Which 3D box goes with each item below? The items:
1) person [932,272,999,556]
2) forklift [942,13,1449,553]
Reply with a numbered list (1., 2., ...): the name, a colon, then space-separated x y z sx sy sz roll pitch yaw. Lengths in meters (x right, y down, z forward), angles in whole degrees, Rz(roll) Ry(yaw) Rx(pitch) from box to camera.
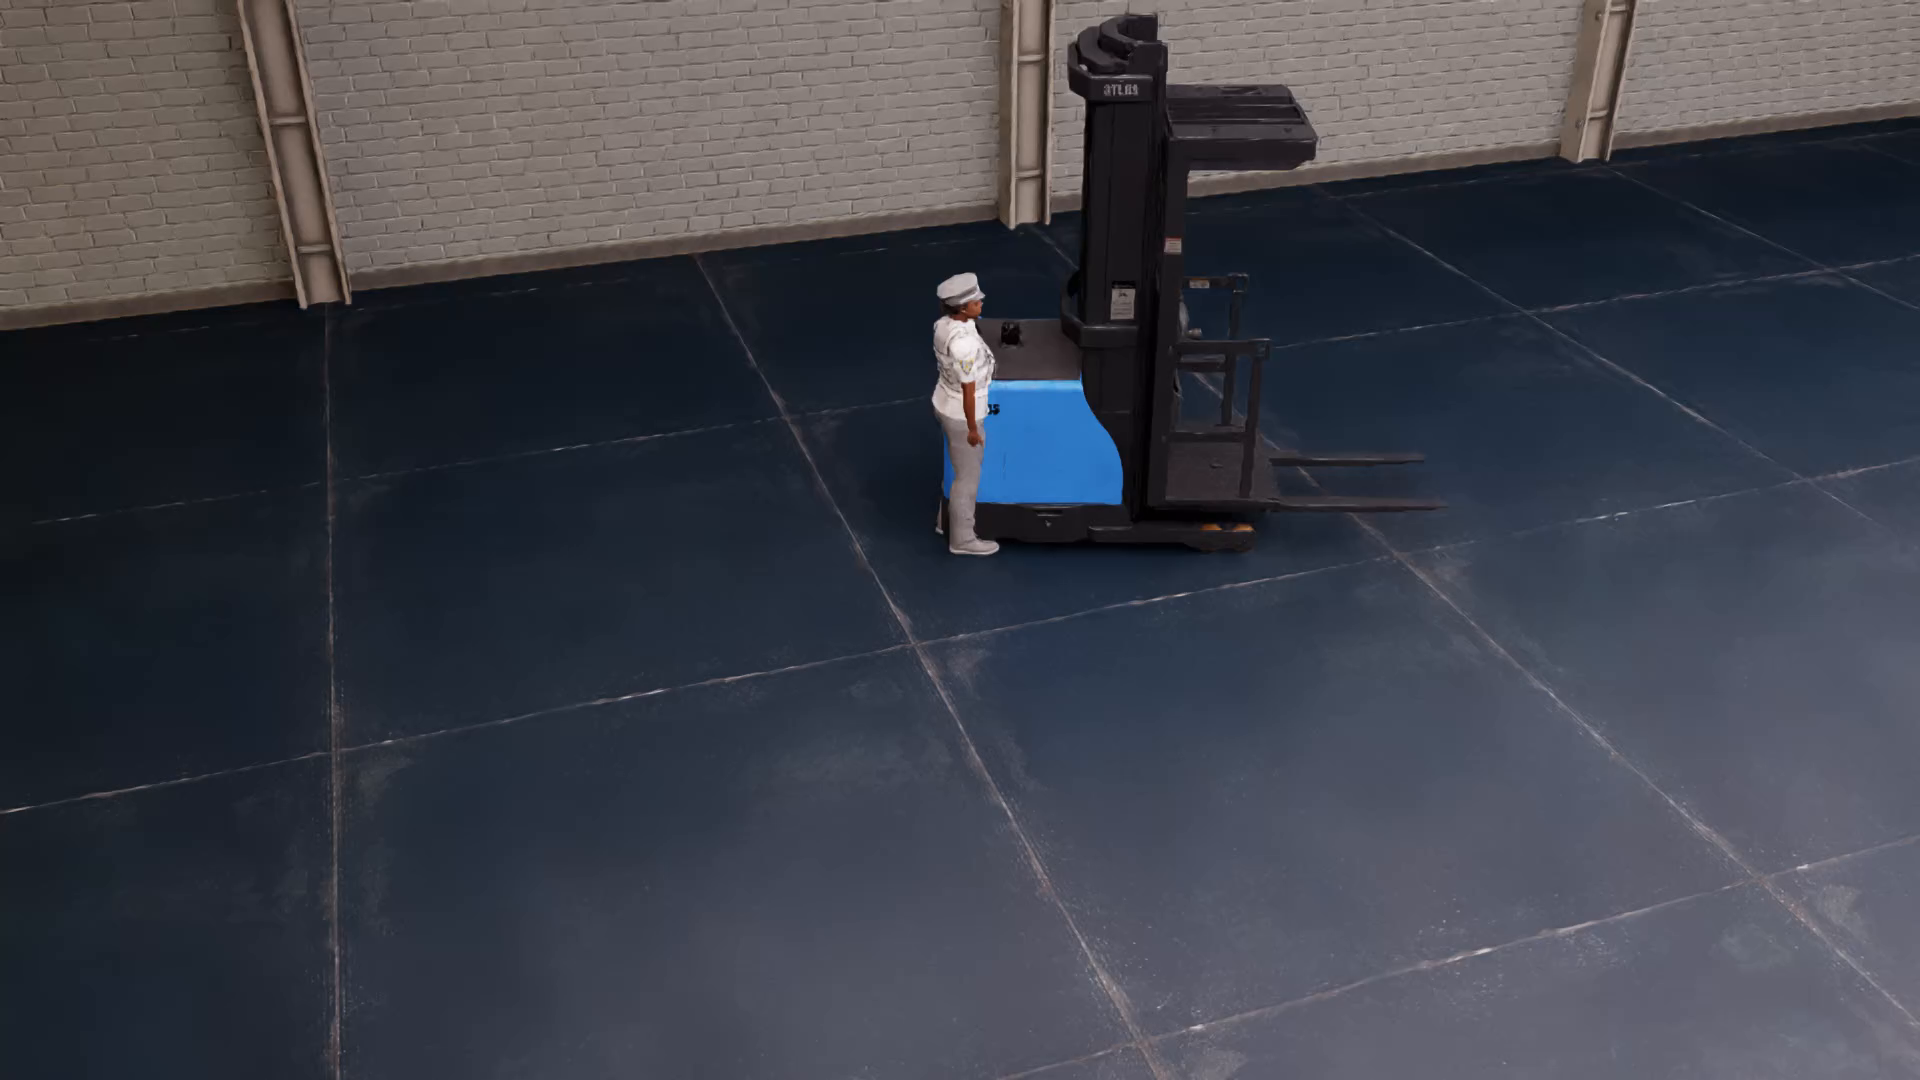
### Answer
1. person: 0.022 -0.731 9.606 0.339 1.692 0.446 -10 31 -16
2. forklift: 1.416 -1.463 9.630 3.031 2.935 1.130 1 30 1
